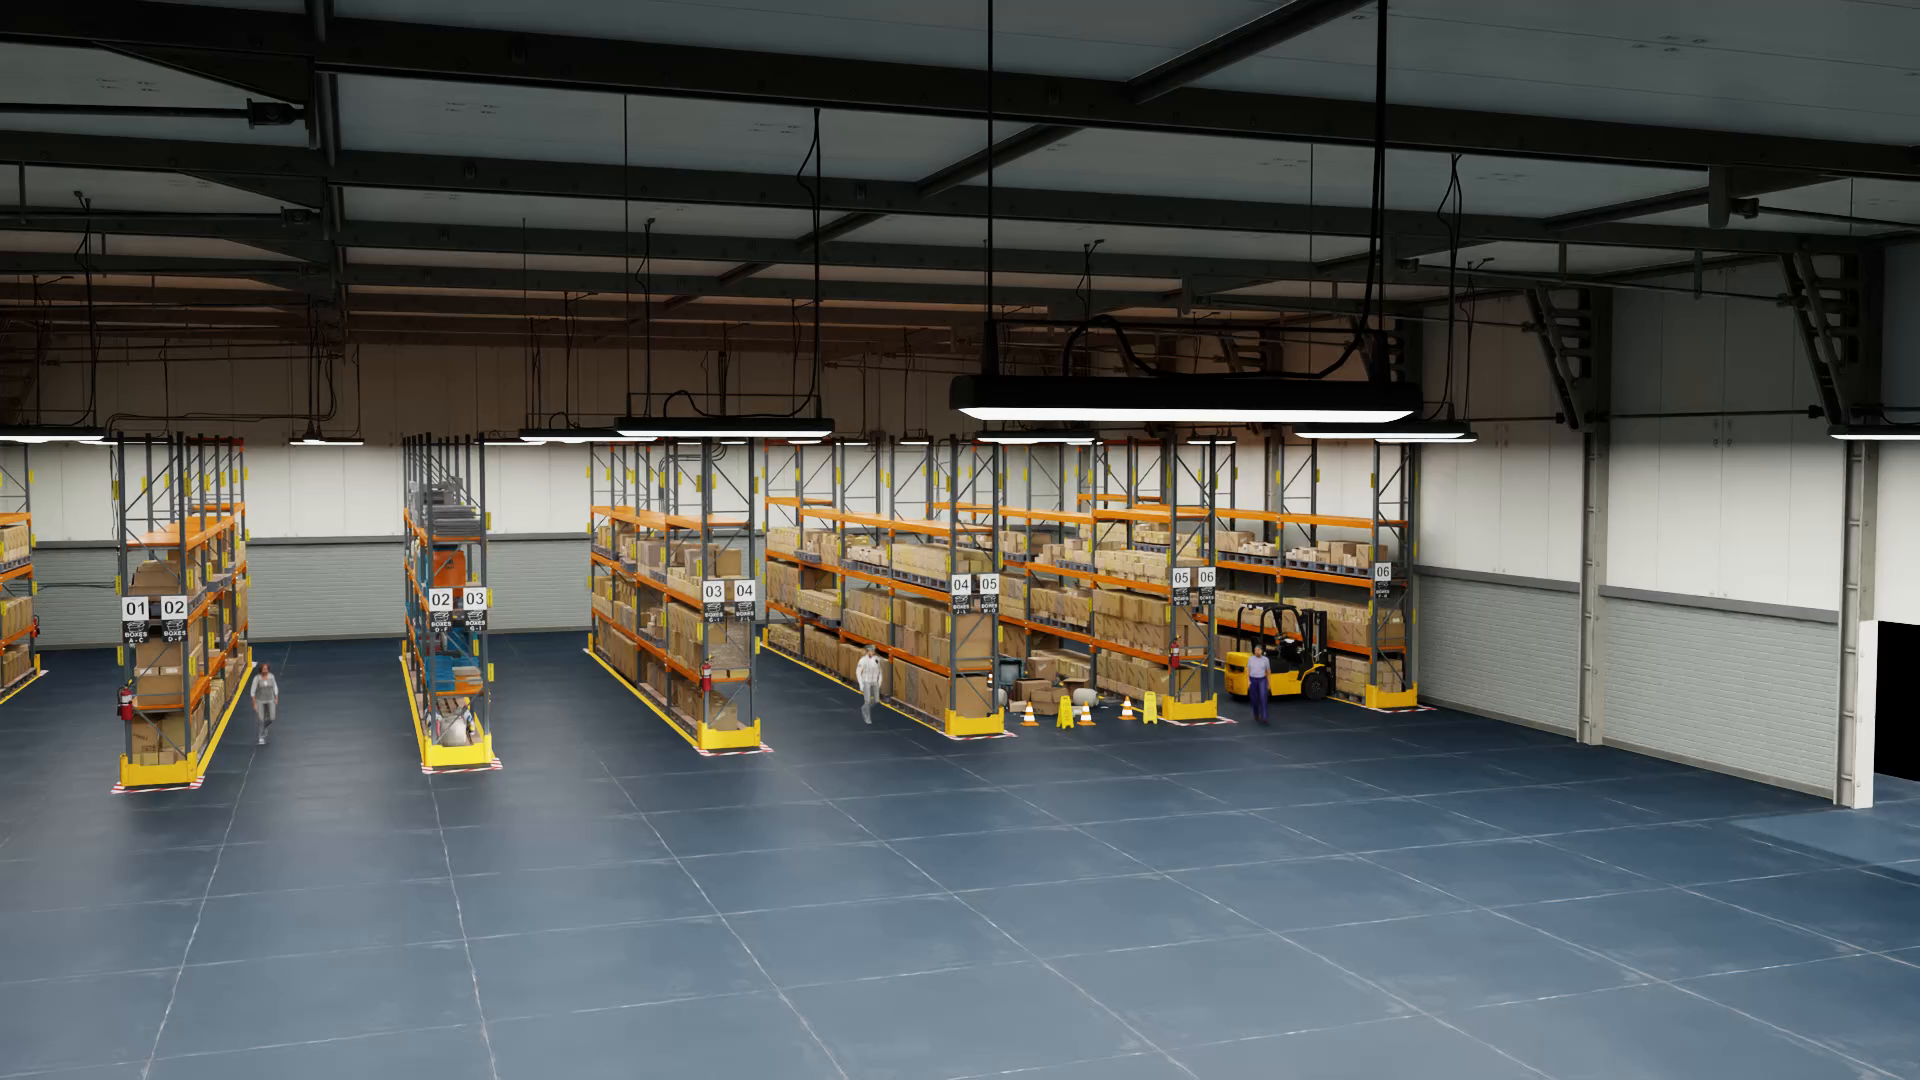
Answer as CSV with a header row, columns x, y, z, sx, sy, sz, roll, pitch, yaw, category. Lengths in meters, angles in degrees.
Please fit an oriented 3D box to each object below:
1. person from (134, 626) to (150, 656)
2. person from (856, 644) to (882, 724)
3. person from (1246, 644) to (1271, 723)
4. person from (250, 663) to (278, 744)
x,y,z,sx,sy,sz,roll,pitch,yaw,category
-20.215,2.559,41.172,0.522,1.735,0.962,-2,4,-30,person
-1.928,2.981,34.737,0.583,1.659,0.548,-2,4,-32,person
6.248,2.993,34.726,0.556,1.619,0.812,2,4,26,person
-13.520,3.157,32.293,0.500,1.580,0.482,-2,4,-33,person
